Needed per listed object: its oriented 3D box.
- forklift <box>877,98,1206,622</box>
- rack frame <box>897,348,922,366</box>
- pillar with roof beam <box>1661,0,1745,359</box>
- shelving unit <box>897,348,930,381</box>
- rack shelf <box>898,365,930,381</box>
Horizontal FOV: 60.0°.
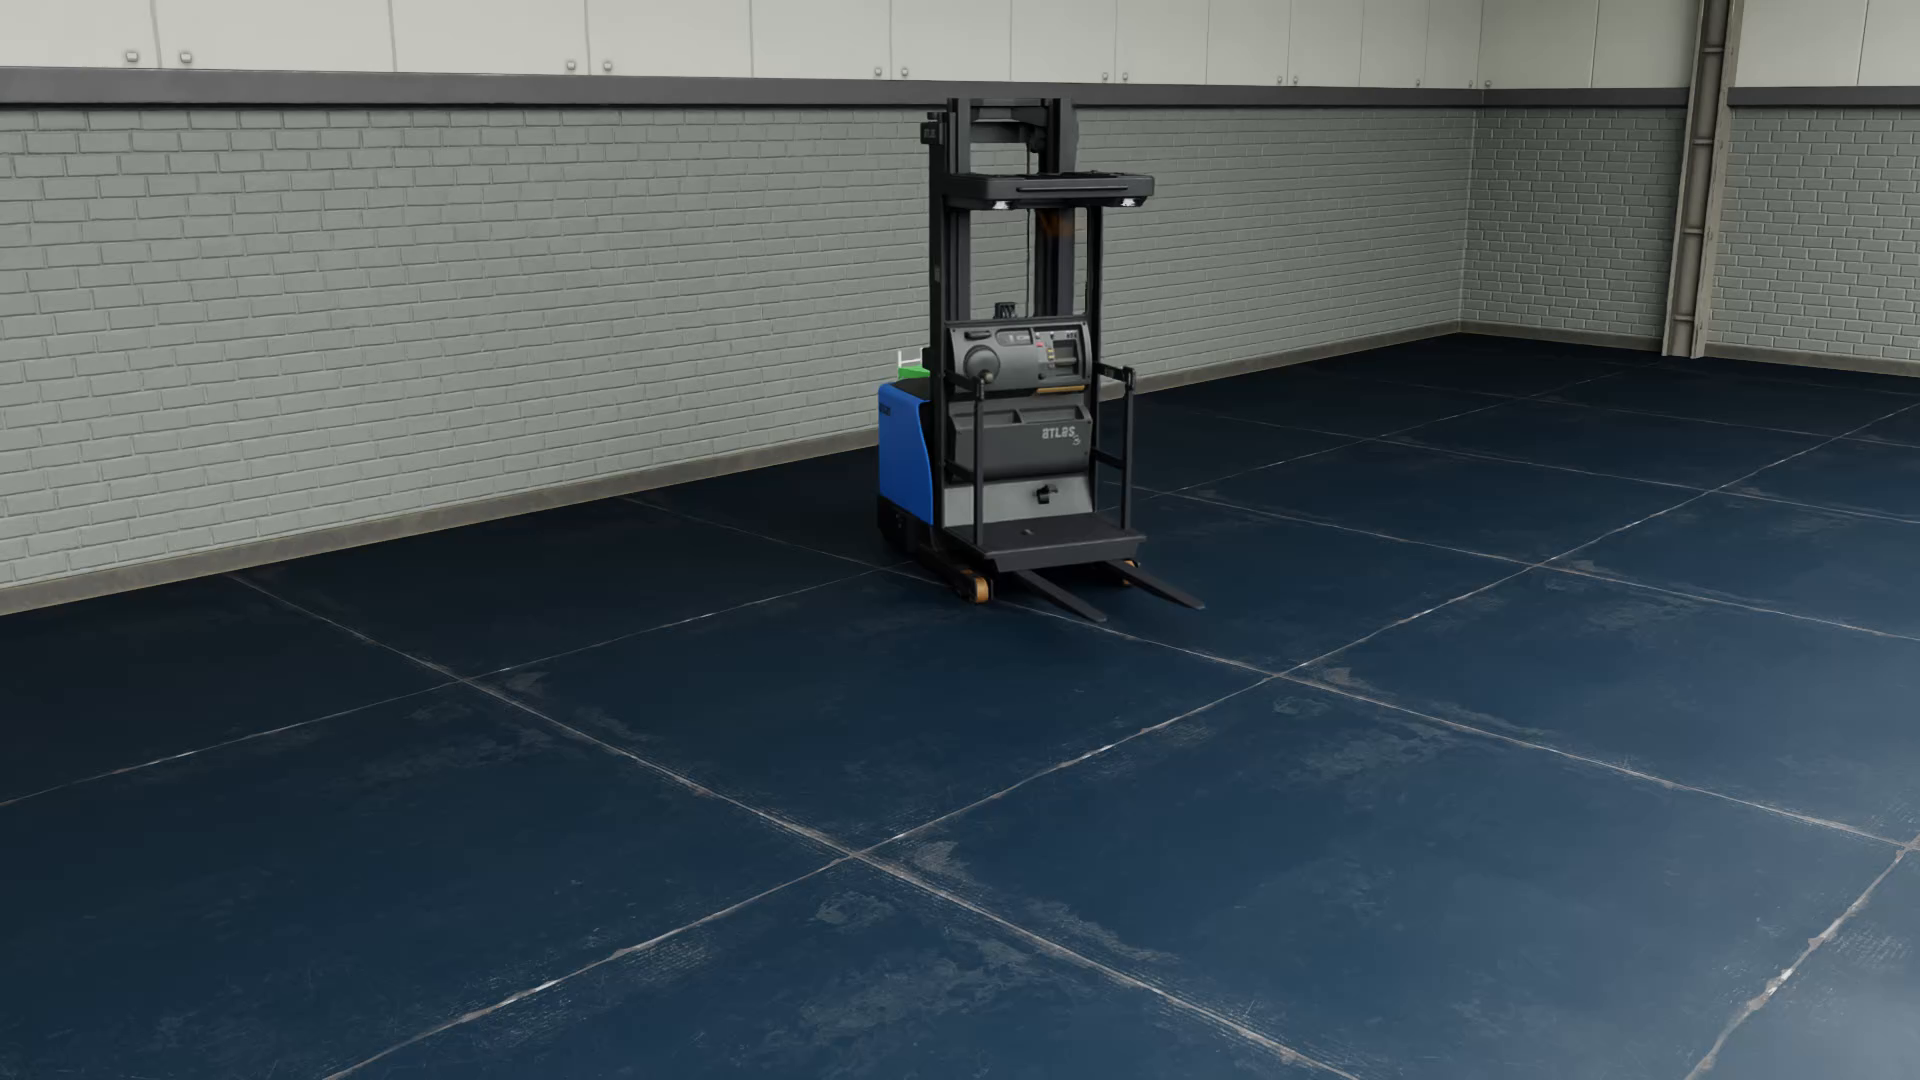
[{"bbox_3d":[0.462,-1.154,10.046,1.130,2.935,3.031,-6,16,-22],"label":"forklift"},{"bbox_3d":[-0.355,-0.787,12.072,0.240,1.200,0.015,-14,20,-42],"label":"rack frame"},{"bbox_3d":[5.664,-5.781,15.771,0.400,9.000,9.100,14,20,42],"label":"pillar with roof beam"},{"bbox_3d":[-0.185,-0.743,11.903,0.258,1.200,0.503,-14,20,-42],"label":"shelving unit"},{"bbox_3d":[-0.185,-1.145,11.798,0.258,0.148,0.480,-14,20,-42],"label":"rack shelf"}]
